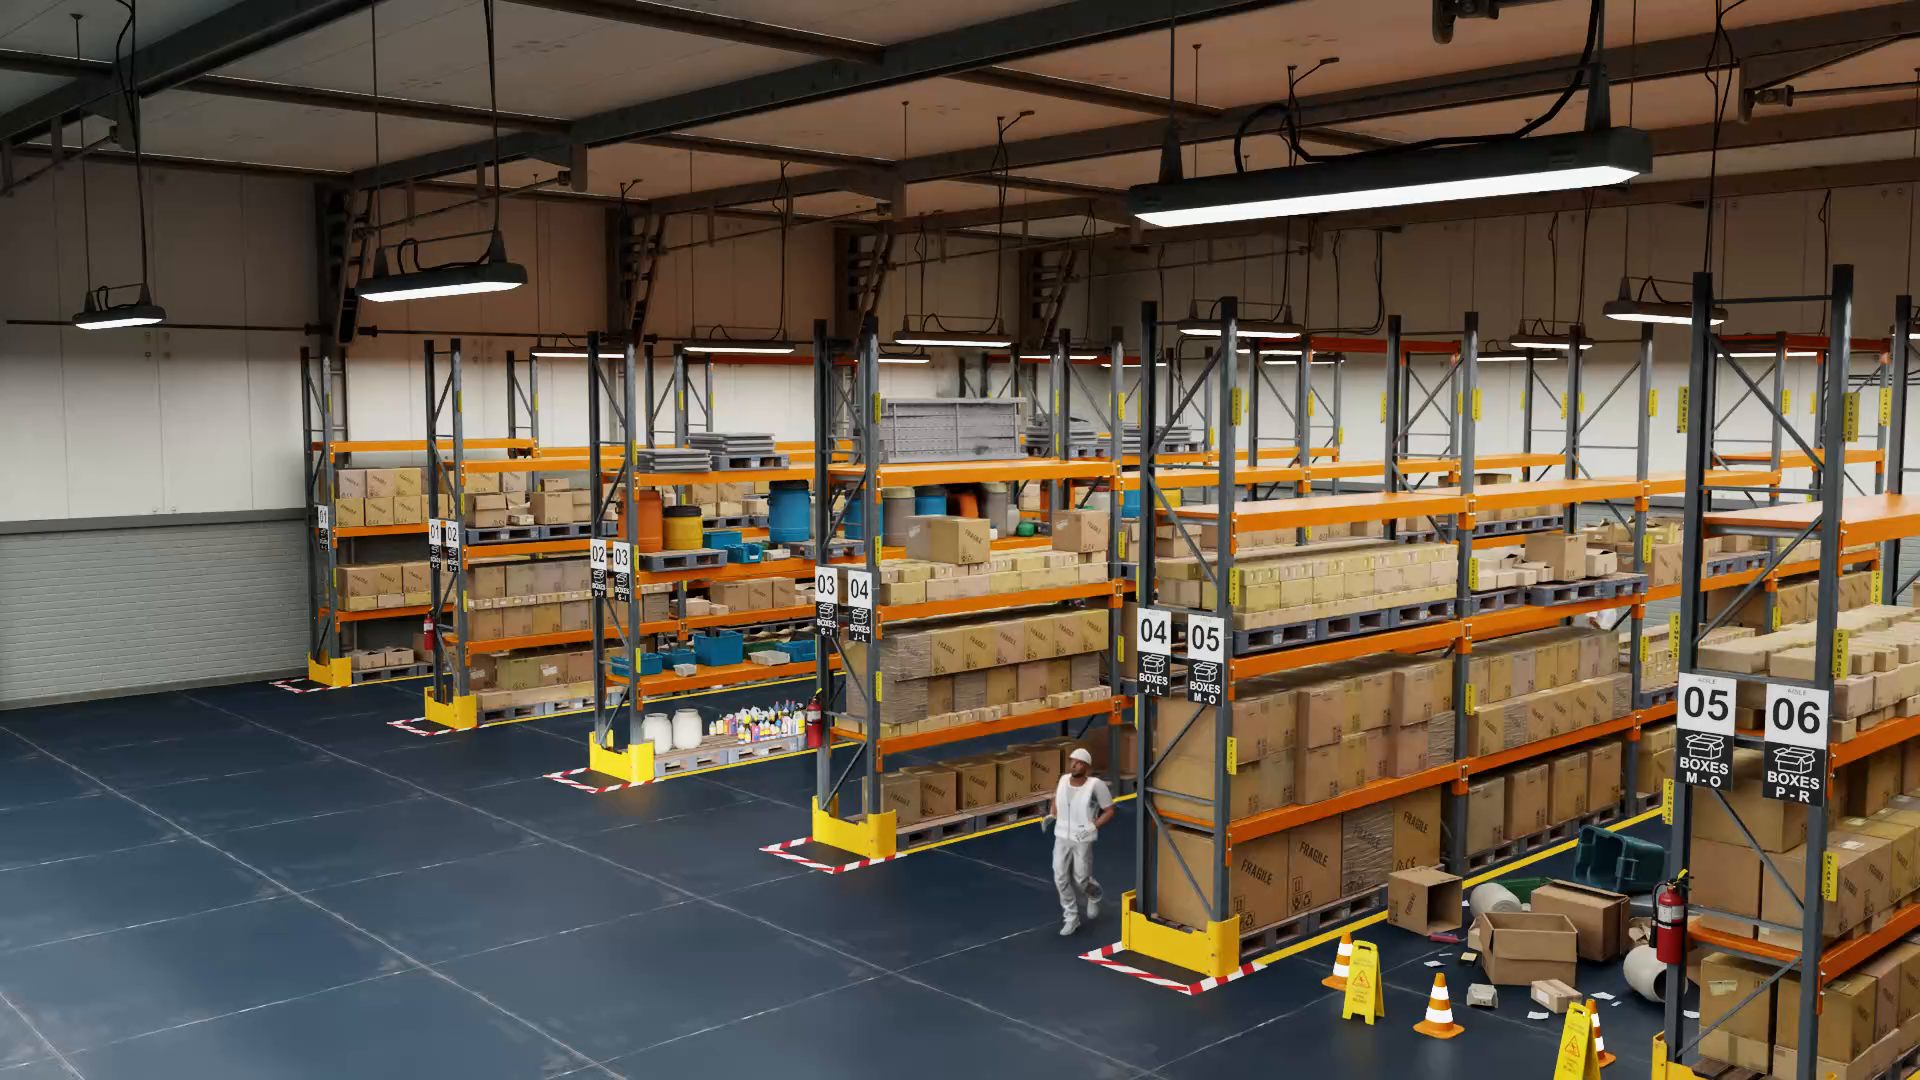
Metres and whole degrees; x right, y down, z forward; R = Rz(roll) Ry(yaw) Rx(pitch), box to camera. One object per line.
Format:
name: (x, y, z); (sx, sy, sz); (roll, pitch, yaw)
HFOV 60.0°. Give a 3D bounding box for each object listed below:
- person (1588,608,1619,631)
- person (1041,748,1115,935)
person: (11.615, 1.669, 29.863); (0.722, 1.725, 0.597); (-3, 6, -30)
person: (1.157, 2.898, 16.113); (0.706, 1.774, 0.679); (3, 6, 31)
